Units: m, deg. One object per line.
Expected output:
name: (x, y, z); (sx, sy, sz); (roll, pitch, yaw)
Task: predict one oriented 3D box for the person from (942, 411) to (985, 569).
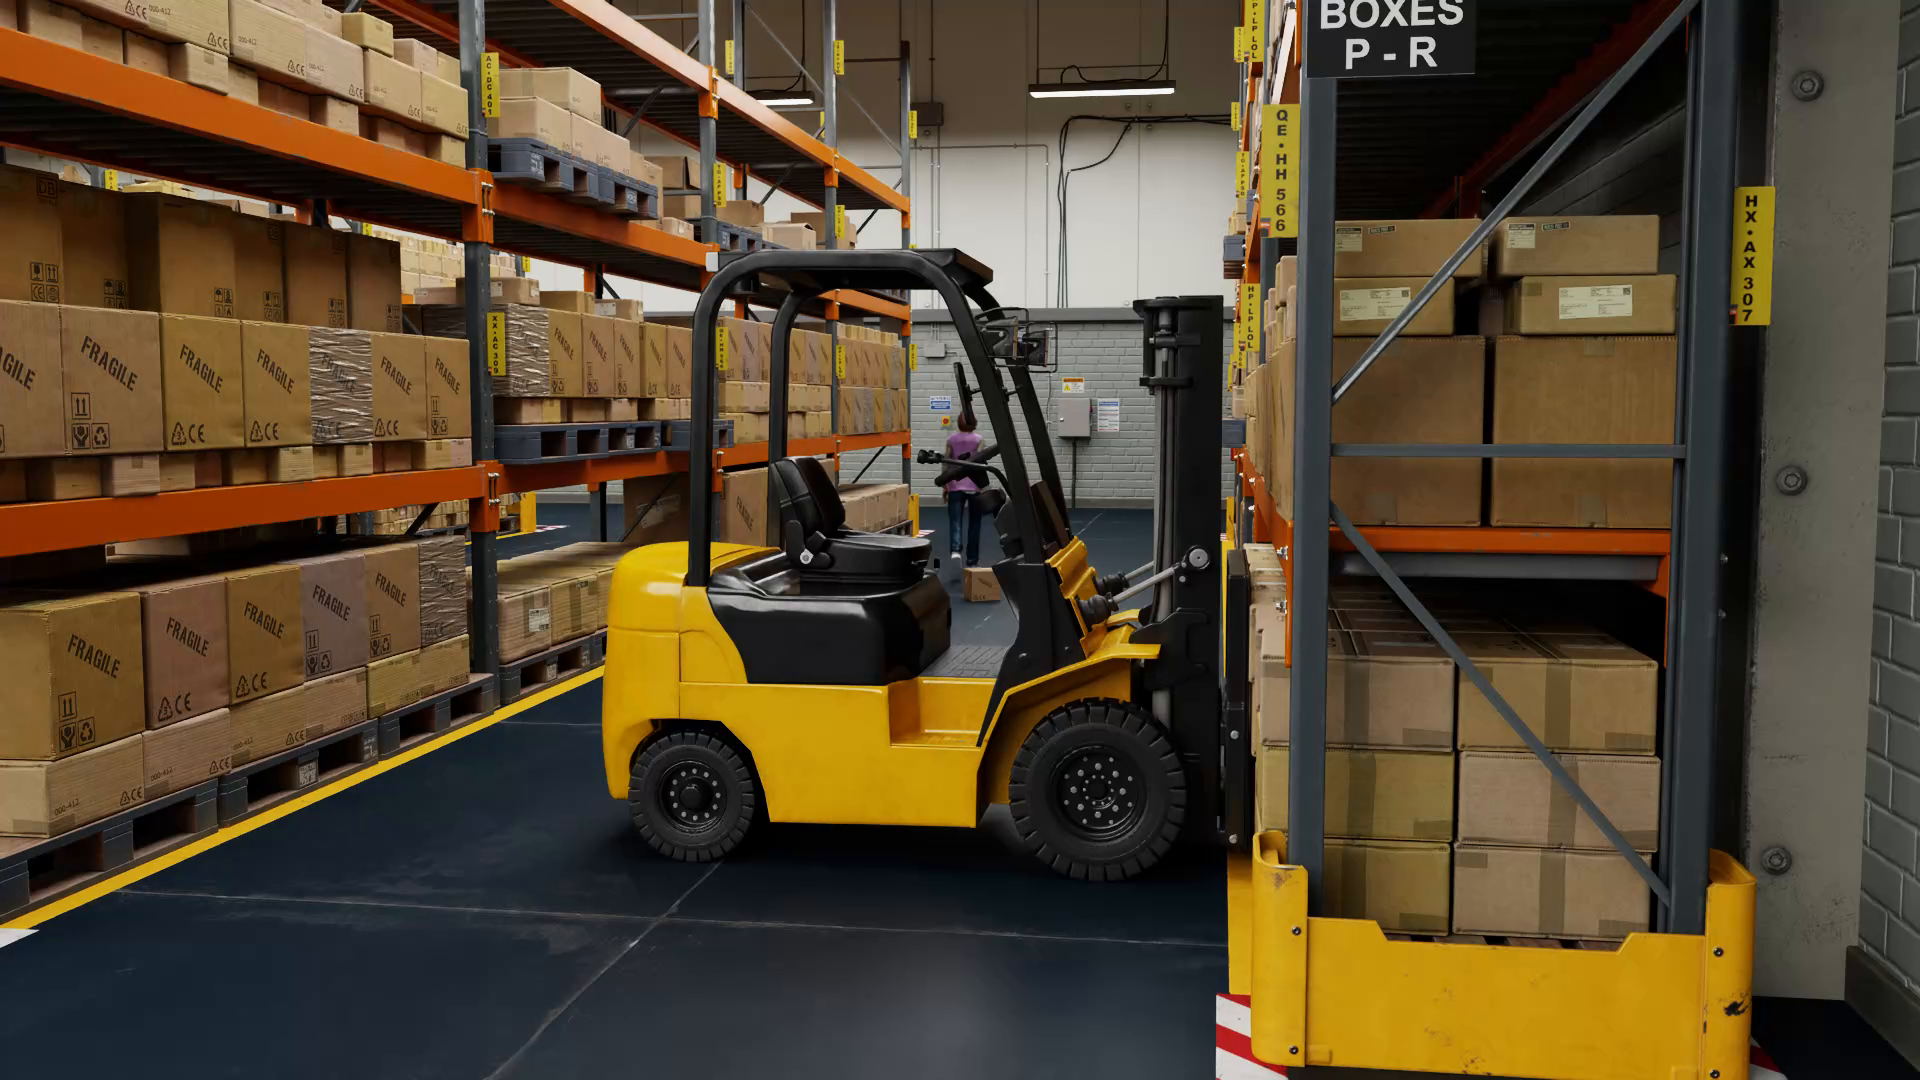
person: (0.034, -0.462, 15.675); (0.430, 1.556, 0.867); (0, 5, 5)
